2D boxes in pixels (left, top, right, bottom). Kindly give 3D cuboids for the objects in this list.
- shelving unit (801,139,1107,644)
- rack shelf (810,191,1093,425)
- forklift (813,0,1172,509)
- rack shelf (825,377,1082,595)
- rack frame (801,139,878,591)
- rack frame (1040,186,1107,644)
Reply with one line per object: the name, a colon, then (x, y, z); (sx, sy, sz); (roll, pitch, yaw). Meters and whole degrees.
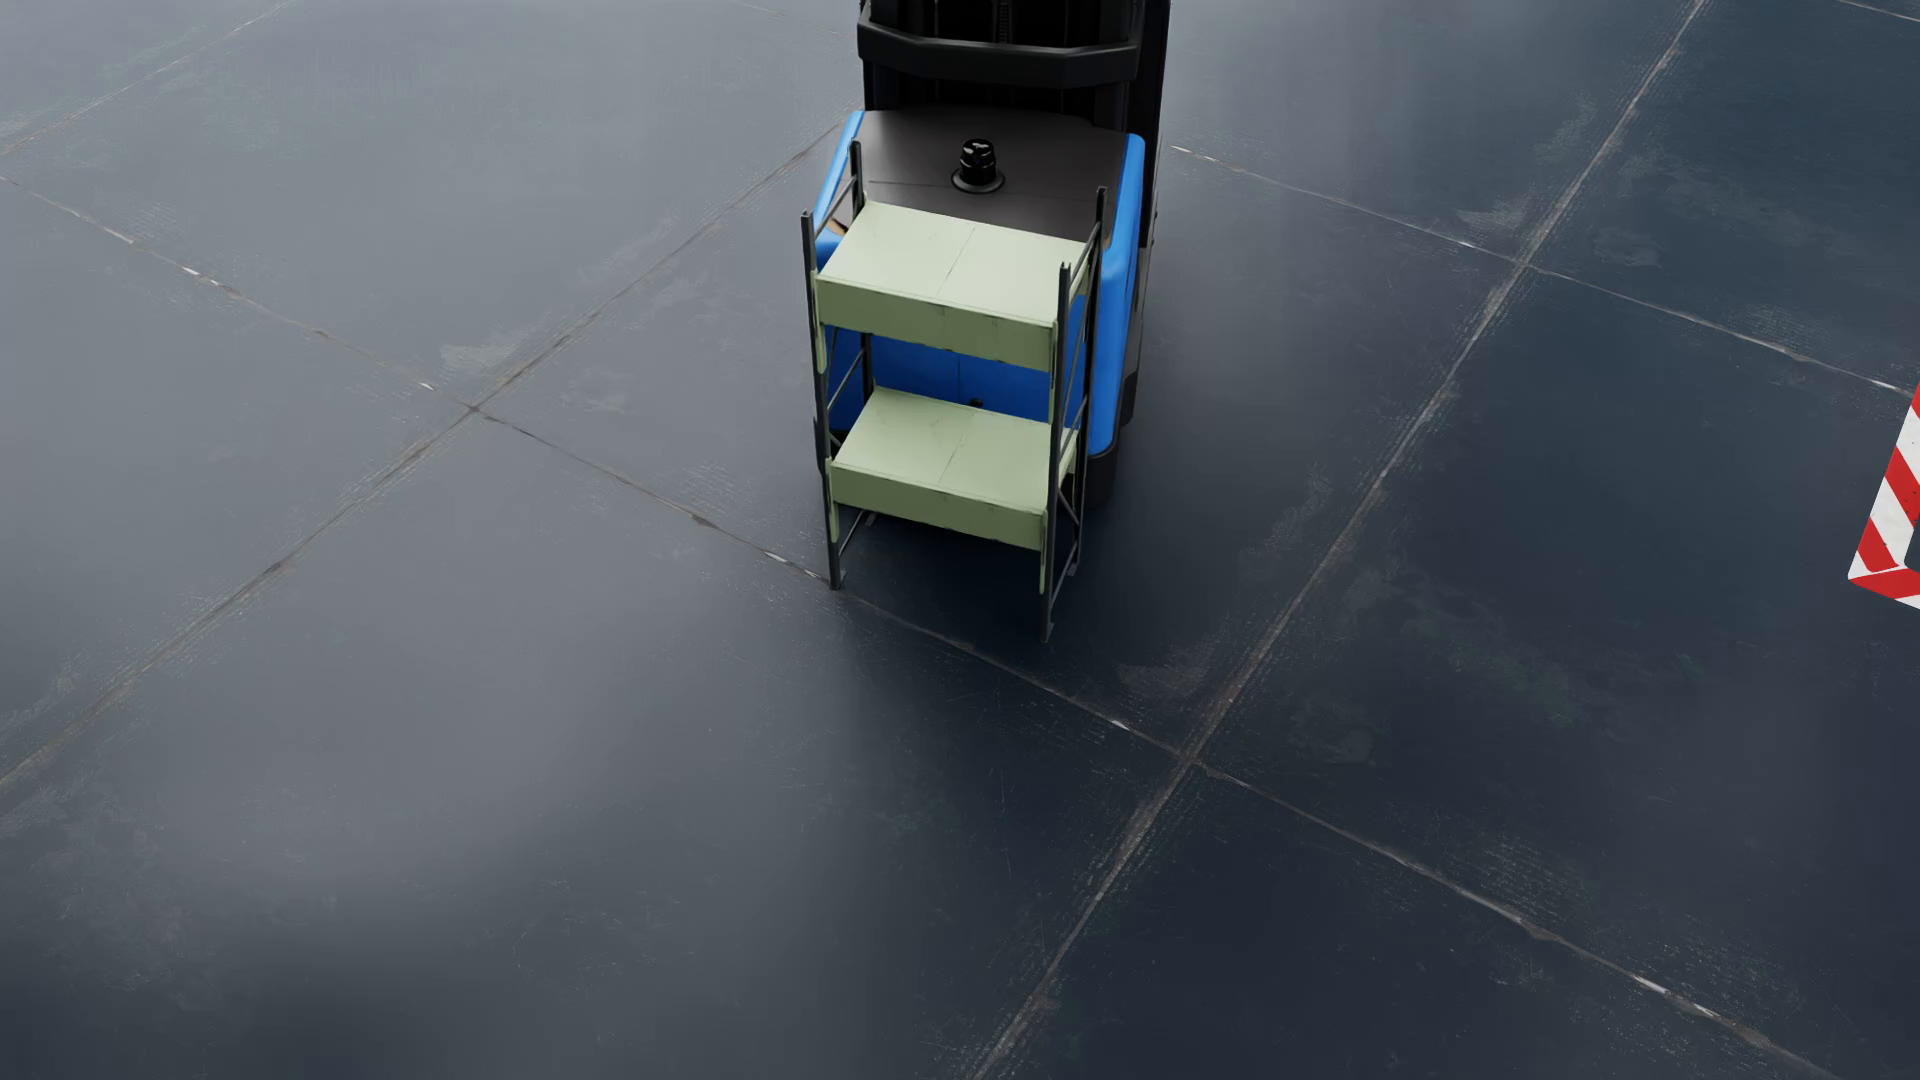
shelving unit: (-0.012, -0.406, 5.098); (0.755, 1.500, 0.431); (14, 47, 13)
rack shelf: (-0.012, -0.678, 4.819); (0.720, 0.370, 0.431); (14, 47, 13)
forklift: (0.230, -2.197, 5.841); (1.130, 2.935, 3.031); (6, 46, 6)
rack shelf: (-0.012, -0.179, 5.332); (0.720, 0.370, 0.431); (14, 47, 13)
rack frame: (-0.359, -0.490, 5.180); (0.023, 1.500, 0.400); (14, 47, 13)
rack frame: (0.335, -0.322, 5.017); (0.023, 1.500, 0.400); (14, 47, 13)
